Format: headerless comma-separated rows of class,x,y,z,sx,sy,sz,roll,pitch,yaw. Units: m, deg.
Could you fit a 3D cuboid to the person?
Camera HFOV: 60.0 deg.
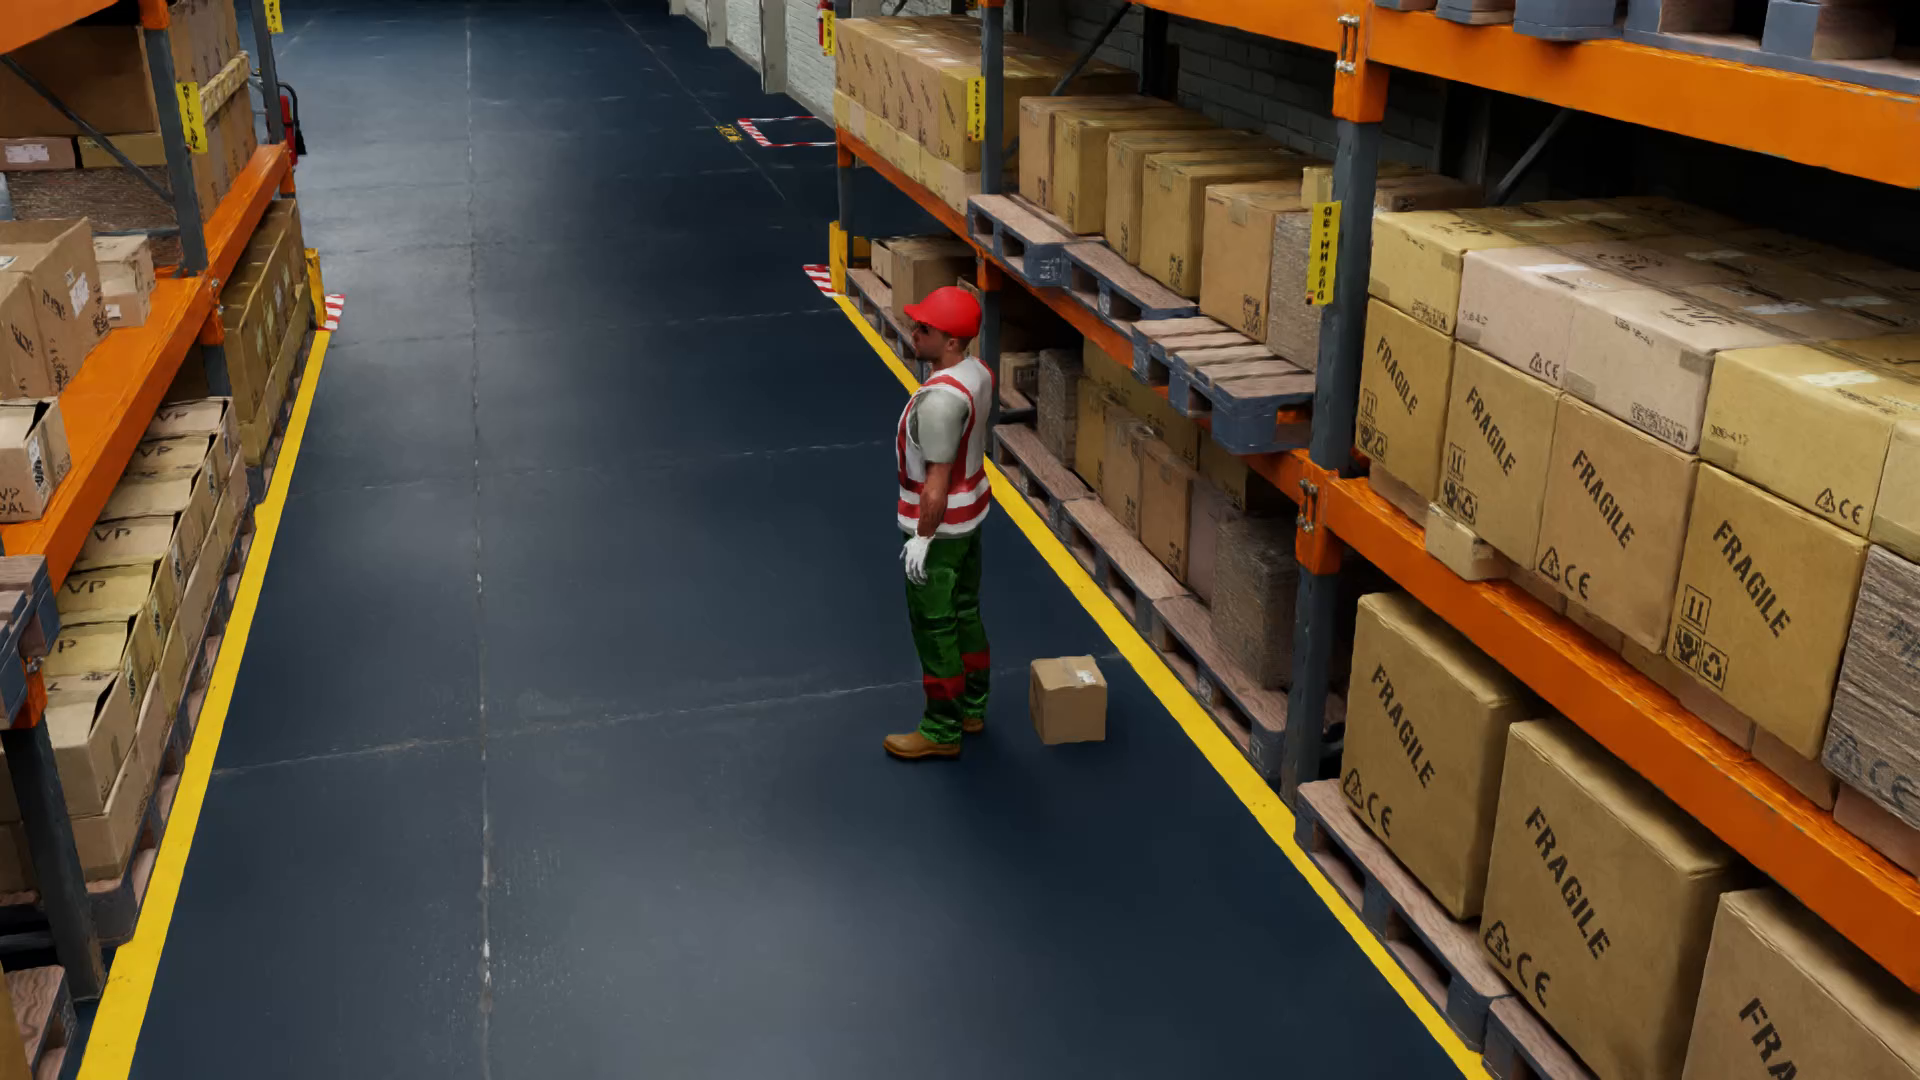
person,-0.075,-0.064,6.167,0.354,1.800,0.541,8,24,17
